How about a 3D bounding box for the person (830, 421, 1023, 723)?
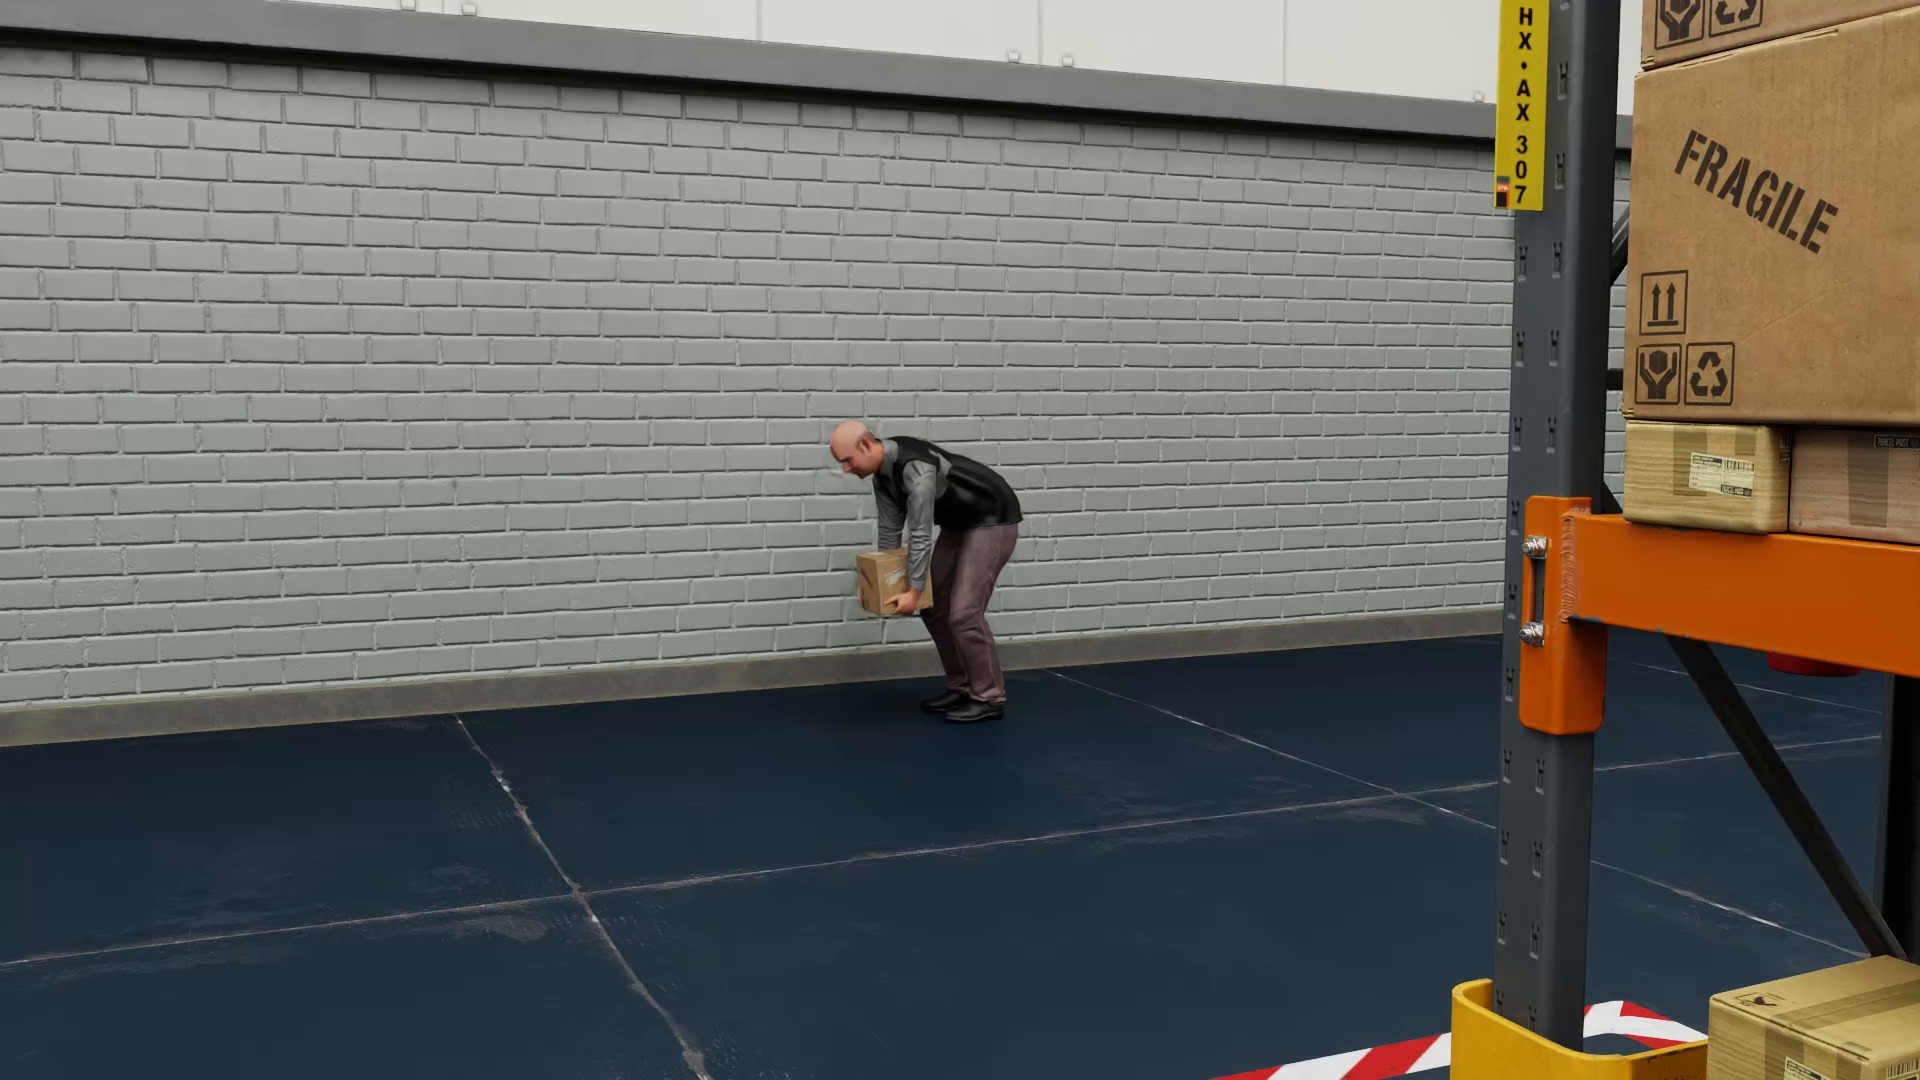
[{"bbox_3d":[-0.168,0.138,7.437,0.868,1.348,0.462,-3,6,-25],"label":"person"}]
